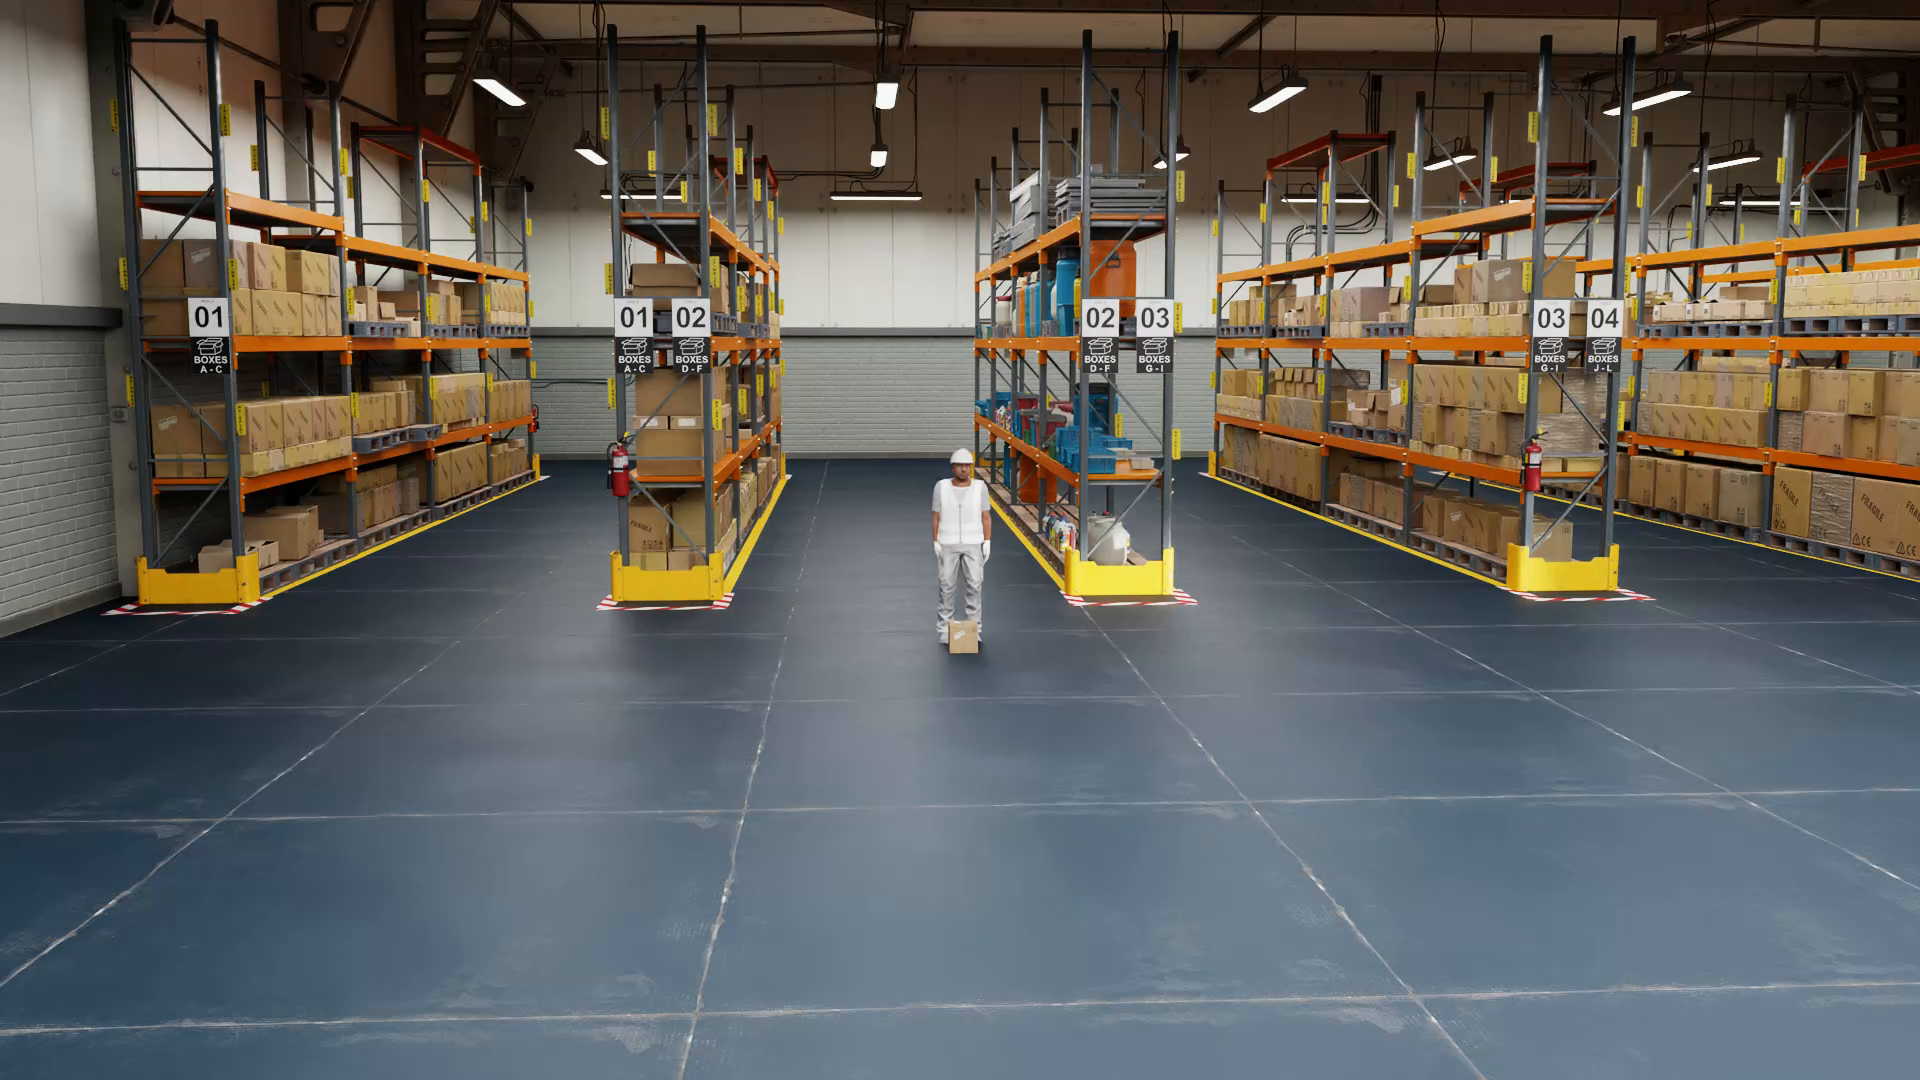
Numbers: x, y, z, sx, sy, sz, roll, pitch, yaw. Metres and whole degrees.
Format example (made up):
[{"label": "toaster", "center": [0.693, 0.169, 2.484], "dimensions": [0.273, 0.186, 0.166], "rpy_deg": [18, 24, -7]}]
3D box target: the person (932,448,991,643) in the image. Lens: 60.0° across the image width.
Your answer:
[{"label": "person", "center": [0.016, 0.051, 15.243], "dimensions": [0.546, 1.782, 0.355], "rpy_deg": [0, 7, -2]}]
